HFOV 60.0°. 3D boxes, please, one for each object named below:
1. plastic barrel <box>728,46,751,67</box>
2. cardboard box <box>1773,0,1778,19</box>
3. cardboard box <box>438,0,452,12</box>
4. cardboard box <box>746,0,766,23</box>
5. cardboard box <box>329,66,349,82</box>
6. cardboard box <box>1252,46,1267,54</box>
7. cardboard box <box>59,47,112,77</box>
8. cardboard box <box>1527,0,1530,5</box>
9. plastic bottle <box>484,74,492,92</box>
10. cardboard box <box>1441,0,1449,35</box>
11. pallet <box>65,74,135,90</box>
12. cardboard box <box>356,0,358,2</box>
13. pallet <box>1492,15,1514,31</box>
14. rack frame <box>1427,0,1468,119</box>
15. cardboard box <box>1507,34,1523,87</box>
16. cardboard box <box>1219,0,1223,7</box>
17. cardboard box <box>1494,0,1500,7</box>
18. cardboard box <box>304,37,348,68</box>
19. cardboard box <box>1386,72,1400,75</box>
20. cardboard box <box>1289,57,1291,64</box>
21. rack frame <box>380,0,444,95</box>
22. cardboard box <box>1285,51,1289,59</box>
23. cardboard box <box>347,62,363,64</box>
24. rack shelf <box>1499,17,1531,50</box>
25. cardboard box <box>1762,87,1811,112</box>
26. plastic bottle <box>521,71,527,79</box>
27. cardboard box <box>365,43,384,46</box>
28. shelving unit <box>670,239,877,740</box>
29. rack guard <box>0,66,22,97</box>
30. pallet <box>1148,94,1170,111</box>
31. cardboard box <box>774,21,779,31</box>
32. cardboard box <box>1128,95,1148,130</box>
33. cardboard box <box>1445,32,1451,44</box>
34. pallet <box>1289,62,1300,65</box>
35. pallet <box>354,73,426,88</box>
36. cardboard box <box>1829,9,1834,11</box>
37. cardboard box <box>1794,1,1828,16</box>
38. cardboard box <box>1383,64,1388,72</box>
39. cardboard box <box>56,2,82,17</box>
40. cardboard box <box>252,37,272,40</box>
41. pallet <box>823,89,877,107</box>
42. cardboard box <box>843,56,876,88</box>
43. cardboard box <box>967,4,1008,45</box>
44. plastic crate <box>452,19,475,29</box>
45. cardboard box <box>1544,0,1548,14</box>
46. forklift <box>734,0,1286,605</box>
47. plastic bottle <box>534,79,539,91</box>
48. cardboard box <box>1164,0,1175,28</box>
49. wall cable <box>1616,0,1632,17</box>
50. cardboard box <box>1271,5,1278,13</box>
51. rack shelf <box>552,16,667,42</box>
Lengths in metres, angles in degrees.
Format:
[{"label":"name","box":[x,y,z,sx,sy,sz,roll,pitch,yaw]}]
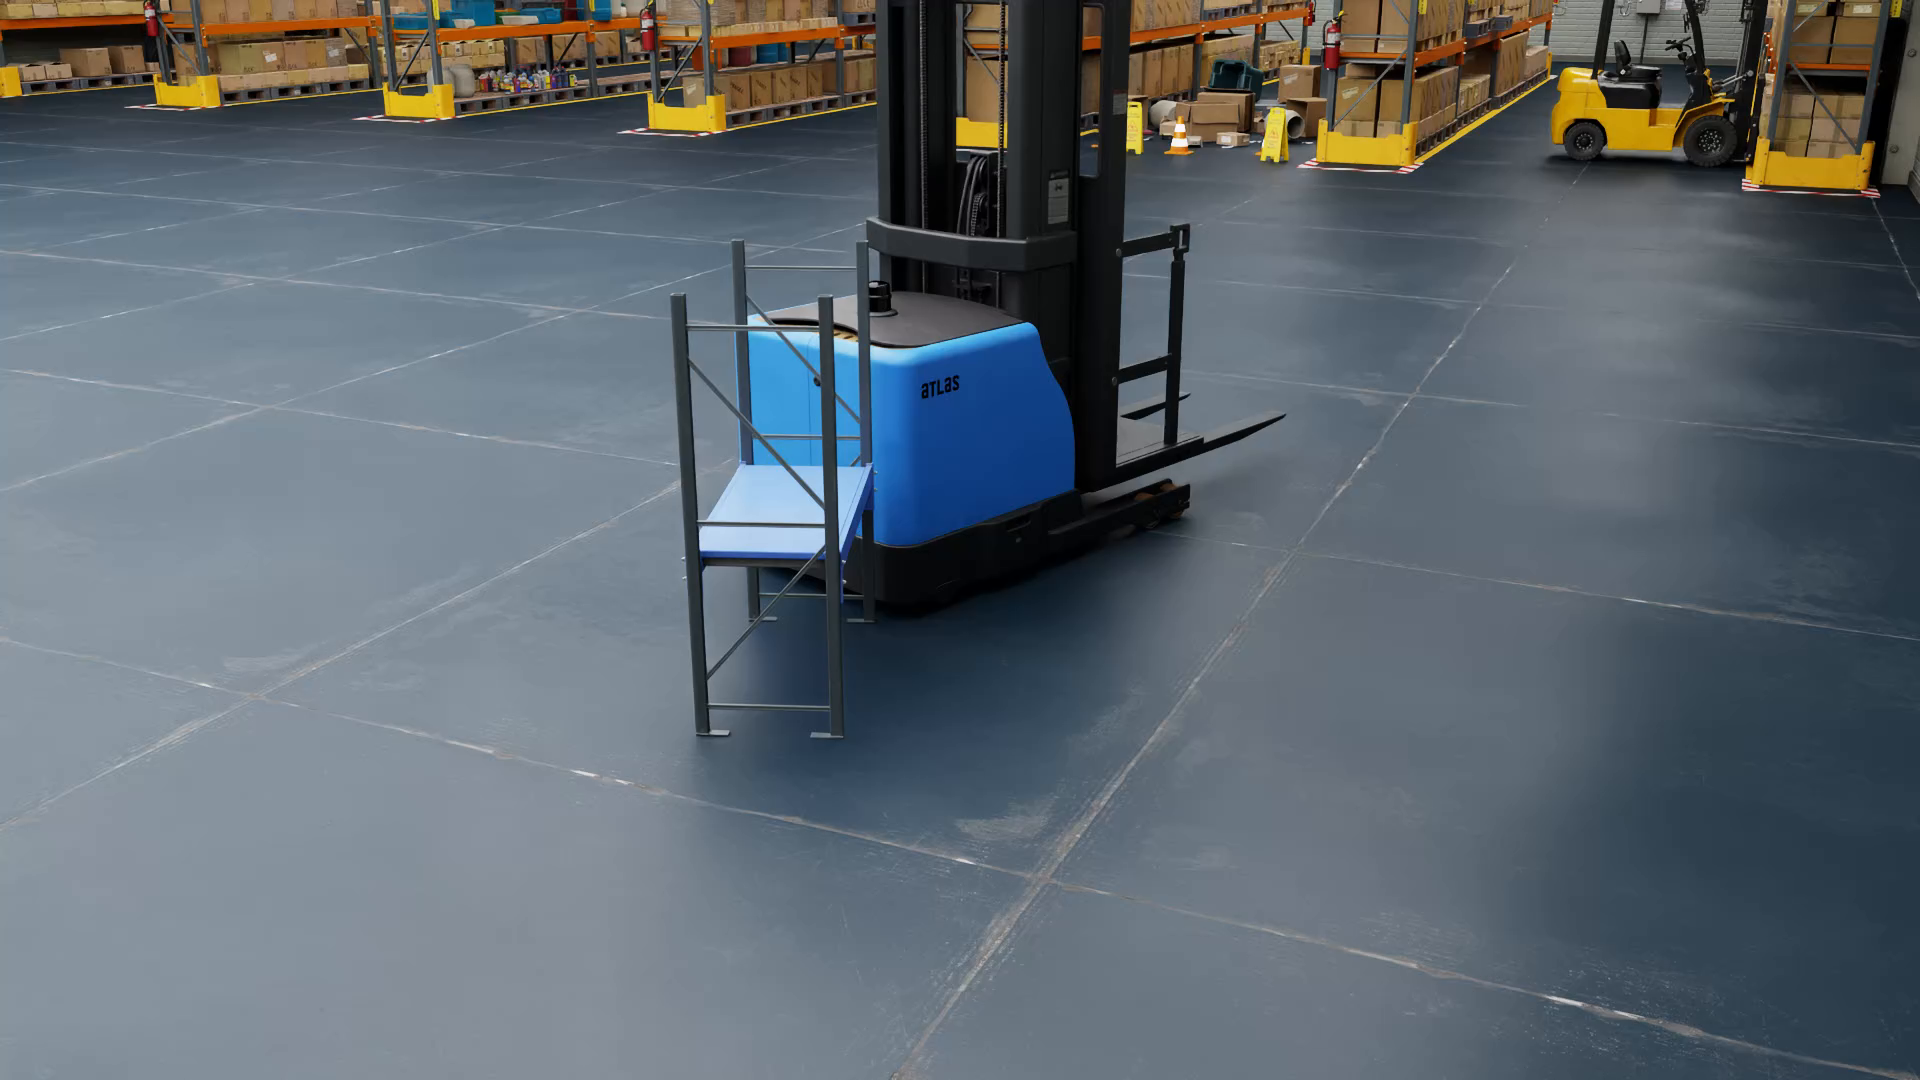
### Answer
[{"label":"plastic barrel","box":[-4.636,-10.126,34.438,0.600,0.588,0.708,9,21,23]},{"label":"cardboard box","box":[11.964,-7.601,23.842,0.500,0.250,0.500,8,21,21]},{"label":"cardboard box","box":[-10.473,-10.780,33.156,0.500,0.500,0.500,7,21,20]},{"label":"cardboard box","box":[-3.451,-8.110,25.204,0.875,0.500,0.500,9,21,23]},{"label":"cardboard box","box":[-11.643,-8.605,30.664,0.500,0.250,0.500,9,21,23]},{"label":"cardboard box","box":[5.912,-9.771,33.208,0.380,0.149,0.250,8,21,22]},{"label":"cardboard box","box":[-16.653,-9.102,31.659,0.700,0.500,0.500,7,21,19]},{"label":"cardboard box","box":[9.955,-9.748,29.879,0.500,0.250,0.500,9,21,23]},{"label":"plastic bottle","box":[-7.982,-7.730,28.125,0.061,0.283,0.133,9,21,23]},{"label":"cardboard box","box":[6.065,-6.848,21.654,0.500,0.500,0.500,8,21,22]},{"label":"pallet","box":[-16.701,-8.806,31.915,1.003,0.211,1.213,9,21,23]},{"label":"cardboard box","box":[-13.679,-12.032,37.170,0.380,0.149,0.250,9,22,24]},{"label":"pallet","box":[8.081,-8.205,26.351,1.213,0.211,1.003,9,21,23]},{"label":"rack frame","box":[6.638,-7.305,23.534,1.000,3.000,0.127,9,21,23]},{"label":"cardboard box","box":[9.370,-8.470,29.353,0.875,0.875,0.875,9,22,24]},{"label":"cardboard box","box":[4.522,-9.694,29.999,0.380,0.149,0.250,9,22,24]},{"label":"cardboard box","box":[8.142,-8.577,25.889,0.500,0.500,0.500,8,21,22]},{"label":"cardboard box","box":[-11.645,-8.958,30.539,0.500,0.500,0.500,9,21,23]},{"label":"cardboard box","box":[5.514,-5.932,22.031,0.500,0.500,0.500,8,21,21]},{"label":"cardboard box","box":[6.770,-10.126,35.092,0.380,0.149,0.250,8,21,22]},{"label":"rack frame","box":[-8.560,-8.122,25.830,1.000,3.000,0.127,9,21,23]},{"label":"cardboard box","box":[6.627,-10.097,34.568,0.380,0.149,0.250,9,21,24]},{"label":"cardboard box","box":[-11.534,-9.094,32.041,0.500,0.250,0.500,8,21,22]},{"label":"rack shelf","box":[9.095,-8.801,28.812,1.077,0.370,4.000,9,21,23]},{"label":"cardboard box","box":[9.638,-5.117,19.364,0.500,0.250,0.500,9,21,24]},{"label":"plastic bottle","box":[-7.580,-8.016,28.947,0.097,0.271,0.097,0,20,0]},{"label":"cardboard box","box":[-11.328,-9.515,32.387,0.500,0.311,0.500,9,22,24]},{"label":"shelving unit","box":[-0.612,-0.216,5.838,0.538,1.500,1.048,1,20,3]},{"label":"rack guard","box":[-17.567,-8.327,30.137,1.175,0.500,0.348,9,21,23]},{"label":"pallet","box":[2.826,-7.260,27.569,1.003,0.211,1.213,9,21,23]},{"label":"cardboard box","box":[-3.023,-7.918,25.632,0.380,0.149,0.250,9,21,23]},{"label":"cardboard box","box":[2.381,-6.162,24.045,0.500,0.500,0.500,13,23,32]},{"label":"cardboard box","box":[6.371,-6.736,22.307,0.380,0.149,0.250,8,21,22]},{"label":"pallet","box":[6.598,-10.041,35.389,1.003,0.211,1.213,9,21,23]},{"label":"pallet","box":[-11.173,-8.942,32.298,1.003,0.211,1.213,9,21,23]},{"label":"cardboard box","box":[10.823,-6.189,20.246,0.500,0.500,0.500,8,21,21]},{"label":"cardboard box","box":[9.416,-5.900,18.464,0.380,0.149,0.250,9,21,23]},{"label":"cardboard box","box":[5.395,-6.203,21.823,0.380,0.149,0.250,10,22,25]},{"label":"cardboard box","box":[-16.695,-9.841,30.859,0.500,0.250,0.500,8,21,22]},{"label":"cardboard box","box":[-15.064,-10.432,35.399,0.700,0.500,0.500,8,21,22]},{"label":"pallet","box":[-2.086,-7.589,28.494,1.003,0.211,1.213,9,21,23]},{"label":"cardboard box","box":[-1.691,-8.194,29.106,0.700,0.500,0.500,7,21,18]},{"label":"cardboard box","box":[0.553,-6.921,22.230,0.875,0.550,0.550,9,21,23]},{"label":"plastic crate","box":[-7.900,-8.227,26.519,0.298,0.136,0.250,9,21,23]},{"label":"cardboard box","box":[11.175,-10.527,32.444,0.500,0.500,0.500,9,22,24]},{"label":"forklift","box":[0.426,-1.534,7.409,1.130,2.935,3.031,17,26,40]},{"label":"plastic bottle","box":[-7.227,-7.751,28.306,0.097,0.201,0.097,0,20,0]},{"label":"cardboard box","box":[3.163,-8.587,26.988,0.500,0.500,0.500,9,21,24]},{"label":"wall cable","box":[15.138,-12.988,37.997,0.588,1.984,0.122,9,21,23]},{"label":"cardboard box","box":[6.150,-10.651,33.316,0.380,0.149,0.250,9,21,24]},{"label":"rack shelf","box":[-6.103,-9.617,31.108,1.077,0.370,4.000,9,21,23]}]
